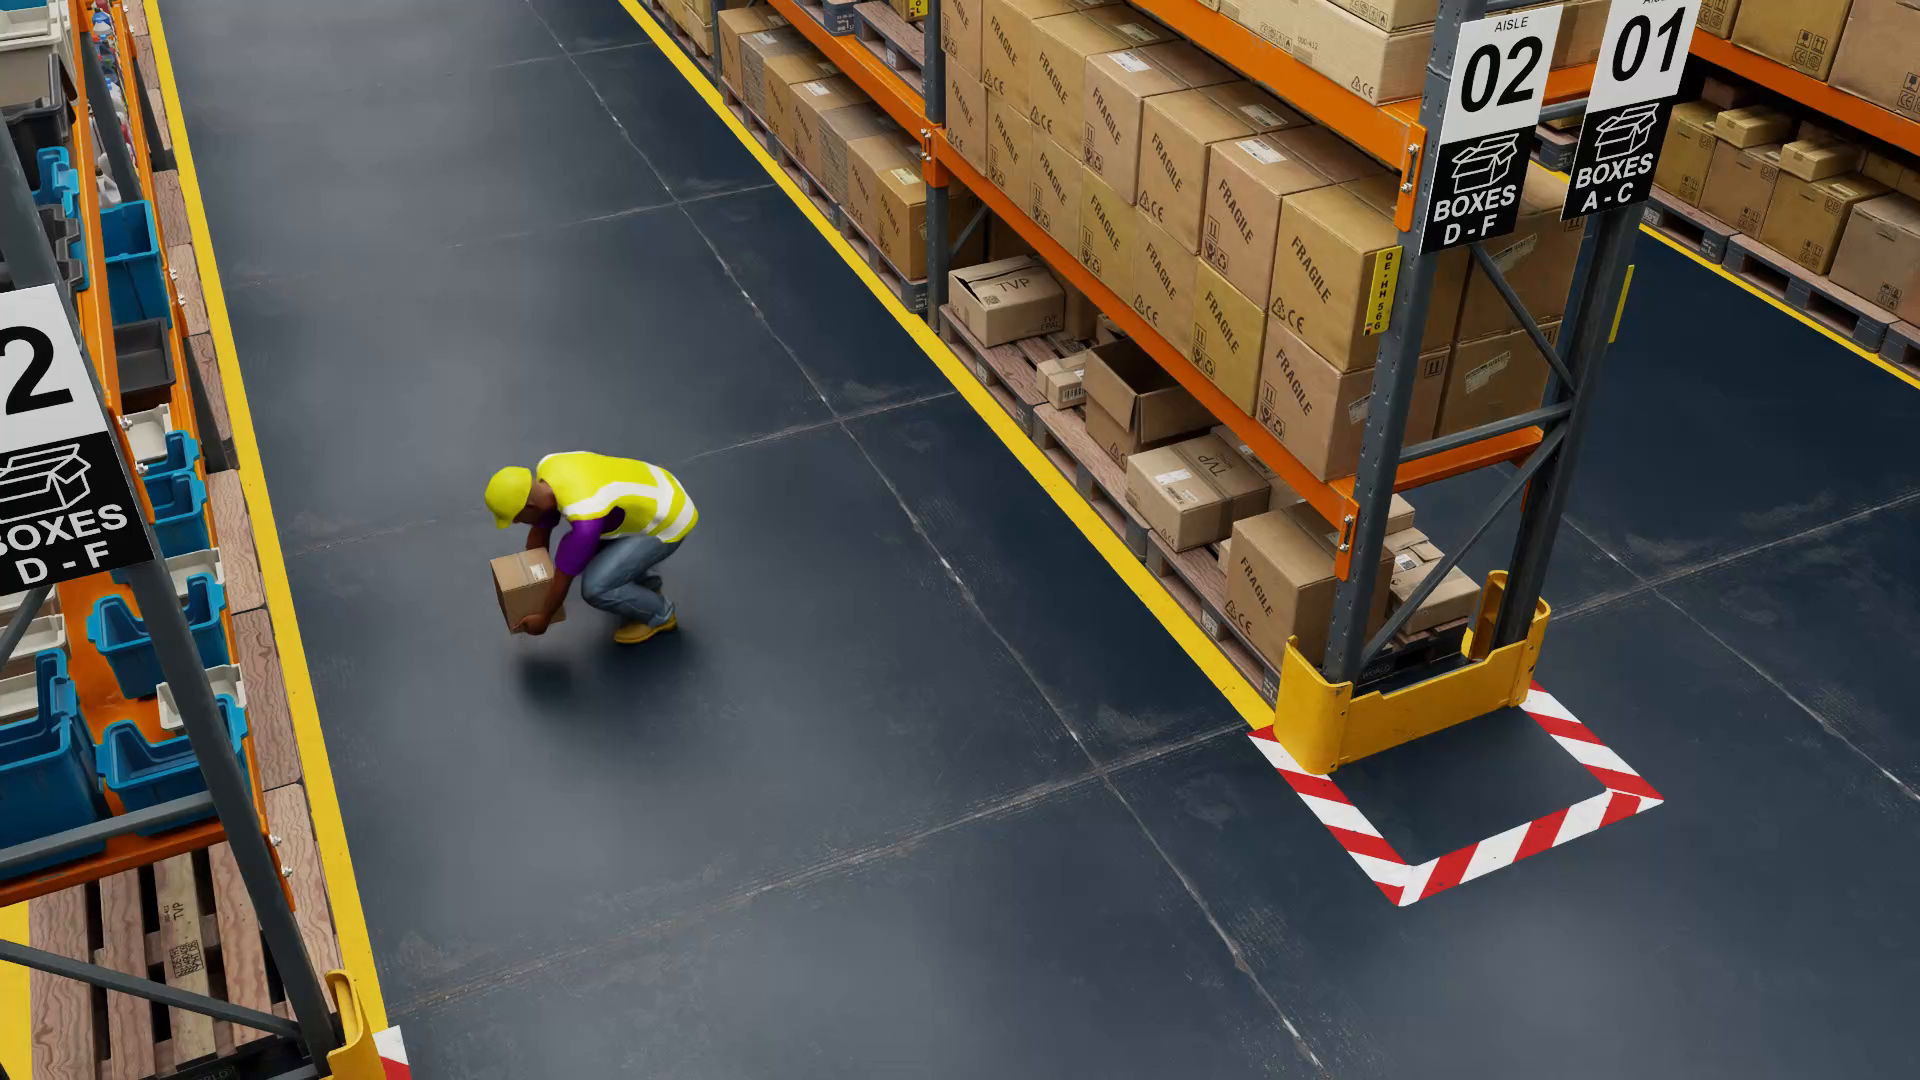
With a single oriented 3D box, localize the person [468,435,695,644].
[{"bbox_3d":[-1.653,0.002,7.451,0.962,1.024,0.526,-18,40,-22],"label":"person"}]
